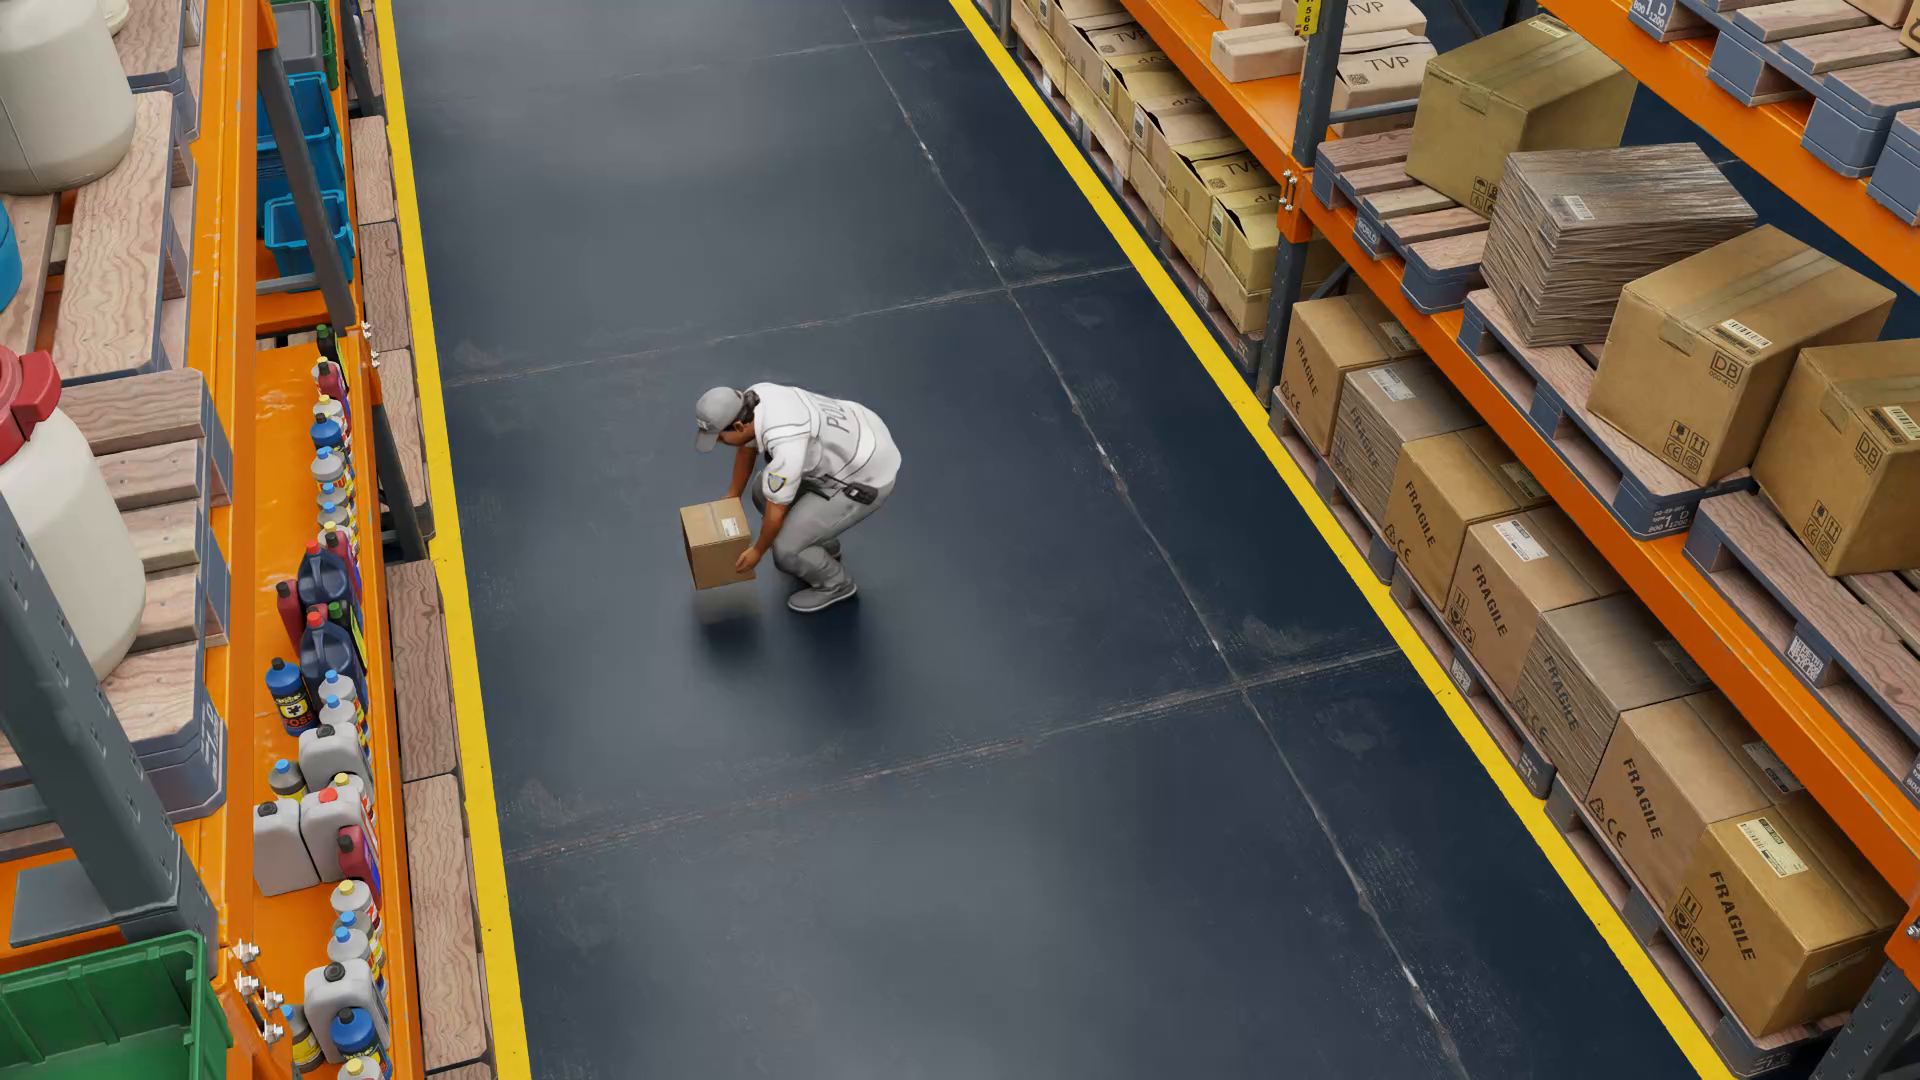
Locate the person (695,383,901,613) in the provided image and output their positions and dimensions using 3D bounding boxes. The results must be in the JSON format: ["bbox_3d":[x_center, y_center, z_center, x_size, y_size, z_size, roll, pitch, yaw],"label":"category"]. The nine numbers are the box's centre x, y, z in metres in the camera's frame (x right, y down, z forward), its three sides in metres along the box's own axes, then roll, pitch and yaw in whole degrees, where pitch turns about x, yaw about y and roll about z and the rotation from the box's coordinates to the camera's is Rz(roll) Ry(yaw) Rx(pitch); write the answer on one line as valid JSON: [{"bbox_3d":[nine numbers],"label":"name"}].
[{"bbox_3d":[-0.648,-0.219,6.797,0.822,1.133,0.535,-12,44,-13],"label":"person"}]
